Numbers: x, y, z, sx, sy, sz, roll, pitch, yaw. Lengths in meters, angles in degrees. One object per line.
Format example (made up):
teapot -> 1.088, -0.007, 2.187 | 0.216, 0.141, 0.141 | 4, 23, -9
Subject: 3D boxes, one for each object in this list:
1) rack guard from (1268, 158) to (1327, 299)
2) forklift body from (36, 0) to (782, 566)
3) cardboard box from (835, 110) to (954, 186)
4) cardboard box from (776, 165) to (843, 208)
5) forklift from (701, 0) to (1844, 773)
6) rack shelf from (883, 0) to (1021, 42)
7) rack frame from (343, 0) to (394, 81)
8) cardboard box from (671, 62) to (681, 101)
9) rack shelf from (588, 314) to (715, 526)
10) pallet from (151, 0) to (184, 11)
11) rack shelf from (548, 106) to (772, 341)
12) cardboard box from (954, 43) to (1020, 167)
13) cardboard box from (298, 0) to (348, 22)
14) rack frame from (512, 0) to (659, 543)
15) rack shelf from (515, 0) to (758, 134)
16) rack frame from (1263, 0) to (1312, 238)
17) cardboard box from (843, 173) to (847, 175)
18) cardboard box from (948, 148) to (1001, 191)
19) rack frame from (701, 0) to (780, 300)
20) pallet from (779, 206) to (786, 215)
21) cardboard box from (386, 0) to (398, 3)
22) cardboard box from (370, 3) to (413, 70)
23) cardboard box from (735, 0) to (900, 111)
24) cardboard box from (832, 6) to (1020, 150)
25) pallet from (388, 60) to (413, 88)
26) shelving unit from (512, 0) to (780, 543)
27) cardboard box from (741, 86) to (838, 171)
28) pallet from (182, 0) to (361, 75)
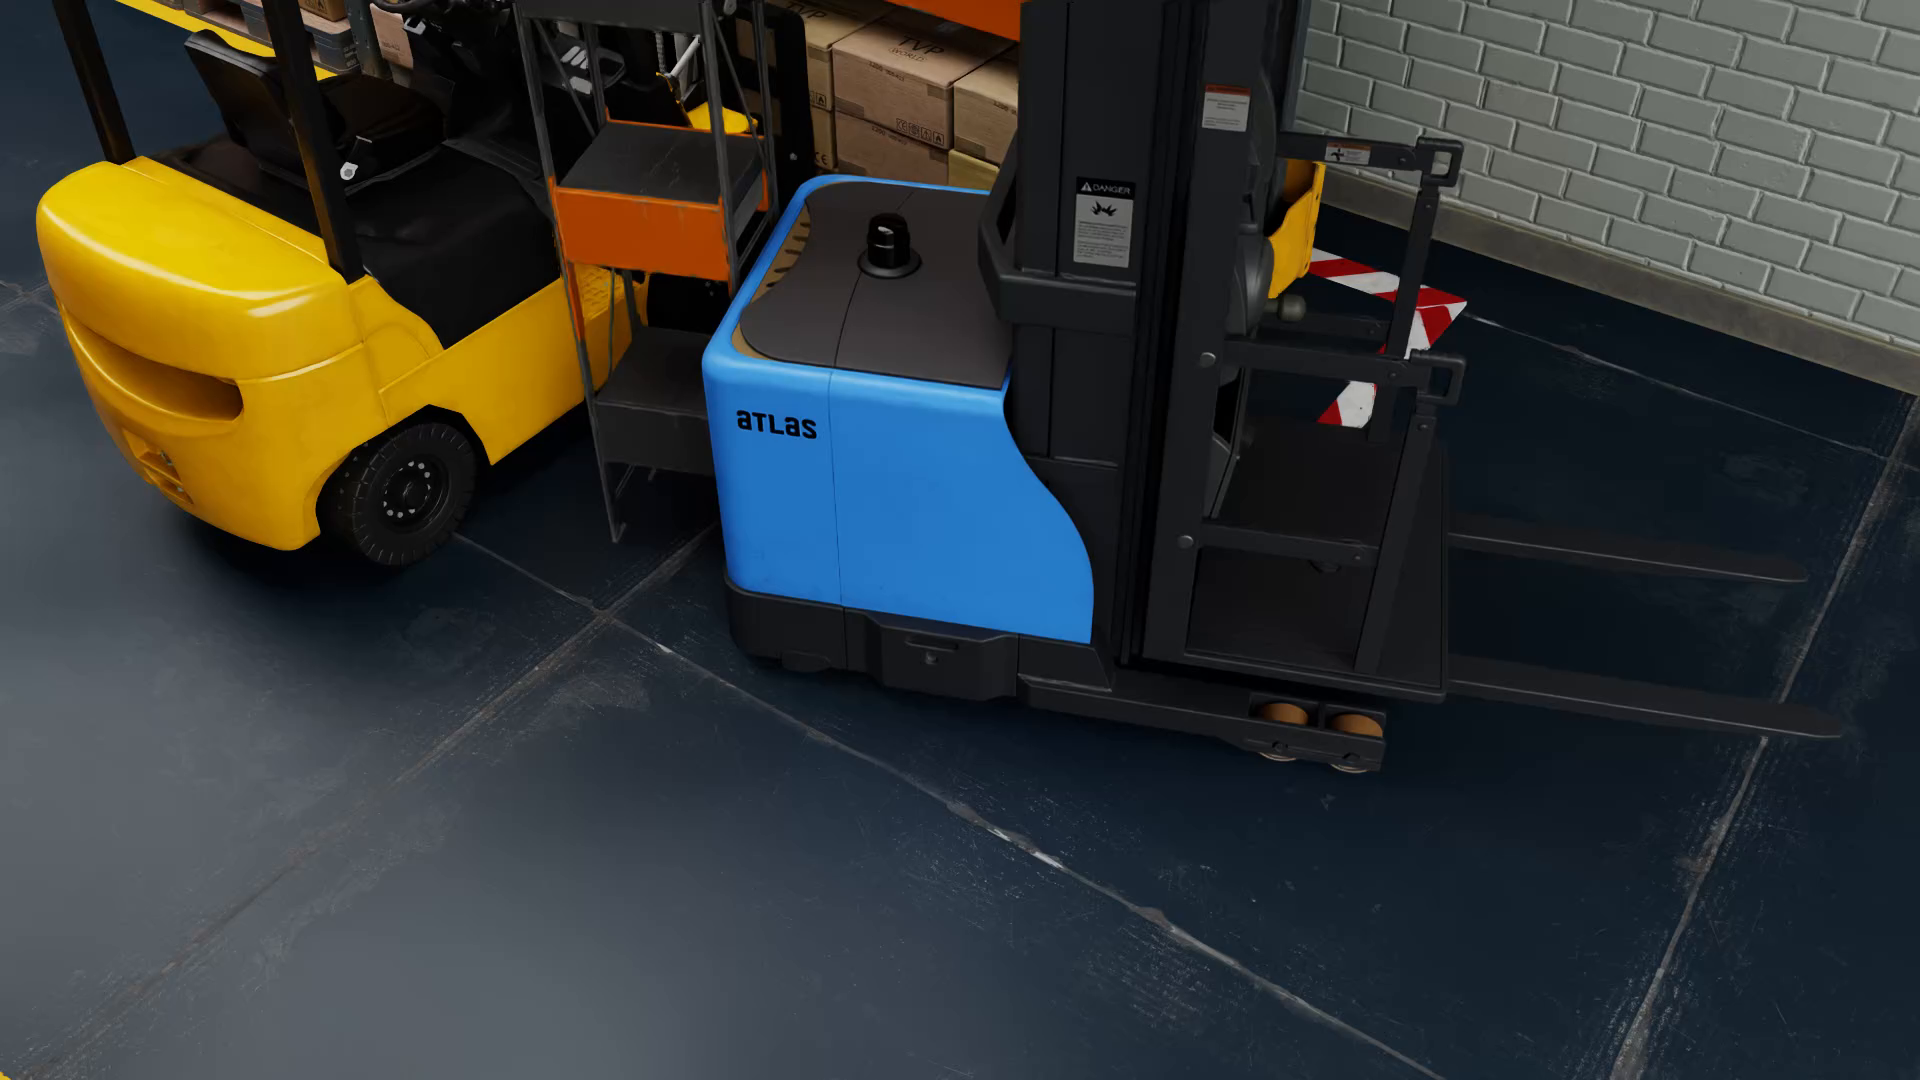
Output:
rack guard -> 0.901, -1.004, 5.997 | 0.348, 0.500, 1.175 | 25, 48, 25
forklift body -> -1.719, -1.359, 5.155 | 1.214, 2.155, 2.313 | 25, 48, 25
cardboard box -> -0.101, -1.477, 6.023 | 0.500, 0.250, 0.500 | 25, 47, 25
cardboard box -> -0.491, -1.476, 6.397 | 0.500, 0.250, 0.500 | 26, 48, 26
forklift -> 0.902, -0.847, 3.999 | 3.031, 2.935, 1.130 | 8, 42, 9
rack shelf -> -0.756, -2.443, 6.270 | 4.000, 0.370, 1.077 | 25, 48, 25
rack frame -> -2.394, -3.476, 6.886 | 0.127, 3.000, 1.000 | 25, 48, 25
cardboard box -> -0.944, -1.856, 6.447 | 0.500, 0.250, 0.500 | 25, 47, 25
rack shelf -> -0.806, -0.336, 5.121 | 0.480, 0.518, 0.431 | 8, 42, 9
pallet -> -4.022, -3.165, 8.629 | 1.213, 0.211, 1.003 | 25, 48, 25
rack shelf -> -0.806, -0.857, 4.654 | 0.480, 0.518, 0.431 | 8, 42, 9
cardboard box -> 0.325, -1.455, 5.624 | 0.500, 0.250, 0.500 | 27, 48, 27
cardboard box -> -2.827, -2.942, 7.754 | 0.625, 0.625, 0.875 | 27, 48, 27
rack frame -> -1.044, -0.902, 4.684 | 0.015, 2.100, 0.400 | 8, 42, 9
rack shelf -> -0.806, -1.379, 4.187 | 0.480, 0.518, 0.431 | 8, 42, 9
rack frame -> 0.881, -1.945, 5.174 | 0.127, 3.000, 1.000 | 25, 48, 25
cardboard box -> -0.087, -1.280, 6.178 | 0.500, 0.250, 0.500 | 25, 48, 25
cardboard box -> 0.303, -1.279, 5.802 | 0.500, 0.250, 0.500 | 24, 47, 25
rack frame -> -0.567, -0.832, 4.606 | 0.015, 2.100, 0.400 | 8, 42, 9
pallet -> -0.764, -1.643, 6.928 | 1.213, 0.211, 1.003 | 25, 48, 25
cardboard box -> -2.175, -2.441, 7.101 | 0.500, 0.250, 0.500 | 25, 47, 25
cardboard box -> -2.188, -2.242, 7.254 | 0.500, 0.250, 0.500 | 26, 48, 26
cardboard box -> -0.515, -1.835, 6.049 | 0.500, 0.250, 0.500 | 26, 48, 26
cardboard box -> -0.096, -1.648, 5.839 | 0.500, 0.250, 0.500 | 26, 48, 26
pallet -> -1.767, -2.110, 7.450 | 1.213, 0.211, 1.003 | 25, 48, 25
shelving unit -> -0.806, -0.867, 4.645 | 0.503, 2.100, 0.431 | 8, 42, 9
cardboard box -> -0.536, -1.663, 6.231 | 0.500, 0.250, 0.500 | 24, 47, 24
pallet -> -3.019, -2.698, 8.107 | 1.213, 0.211, 1.003 | 25, 48, 25
